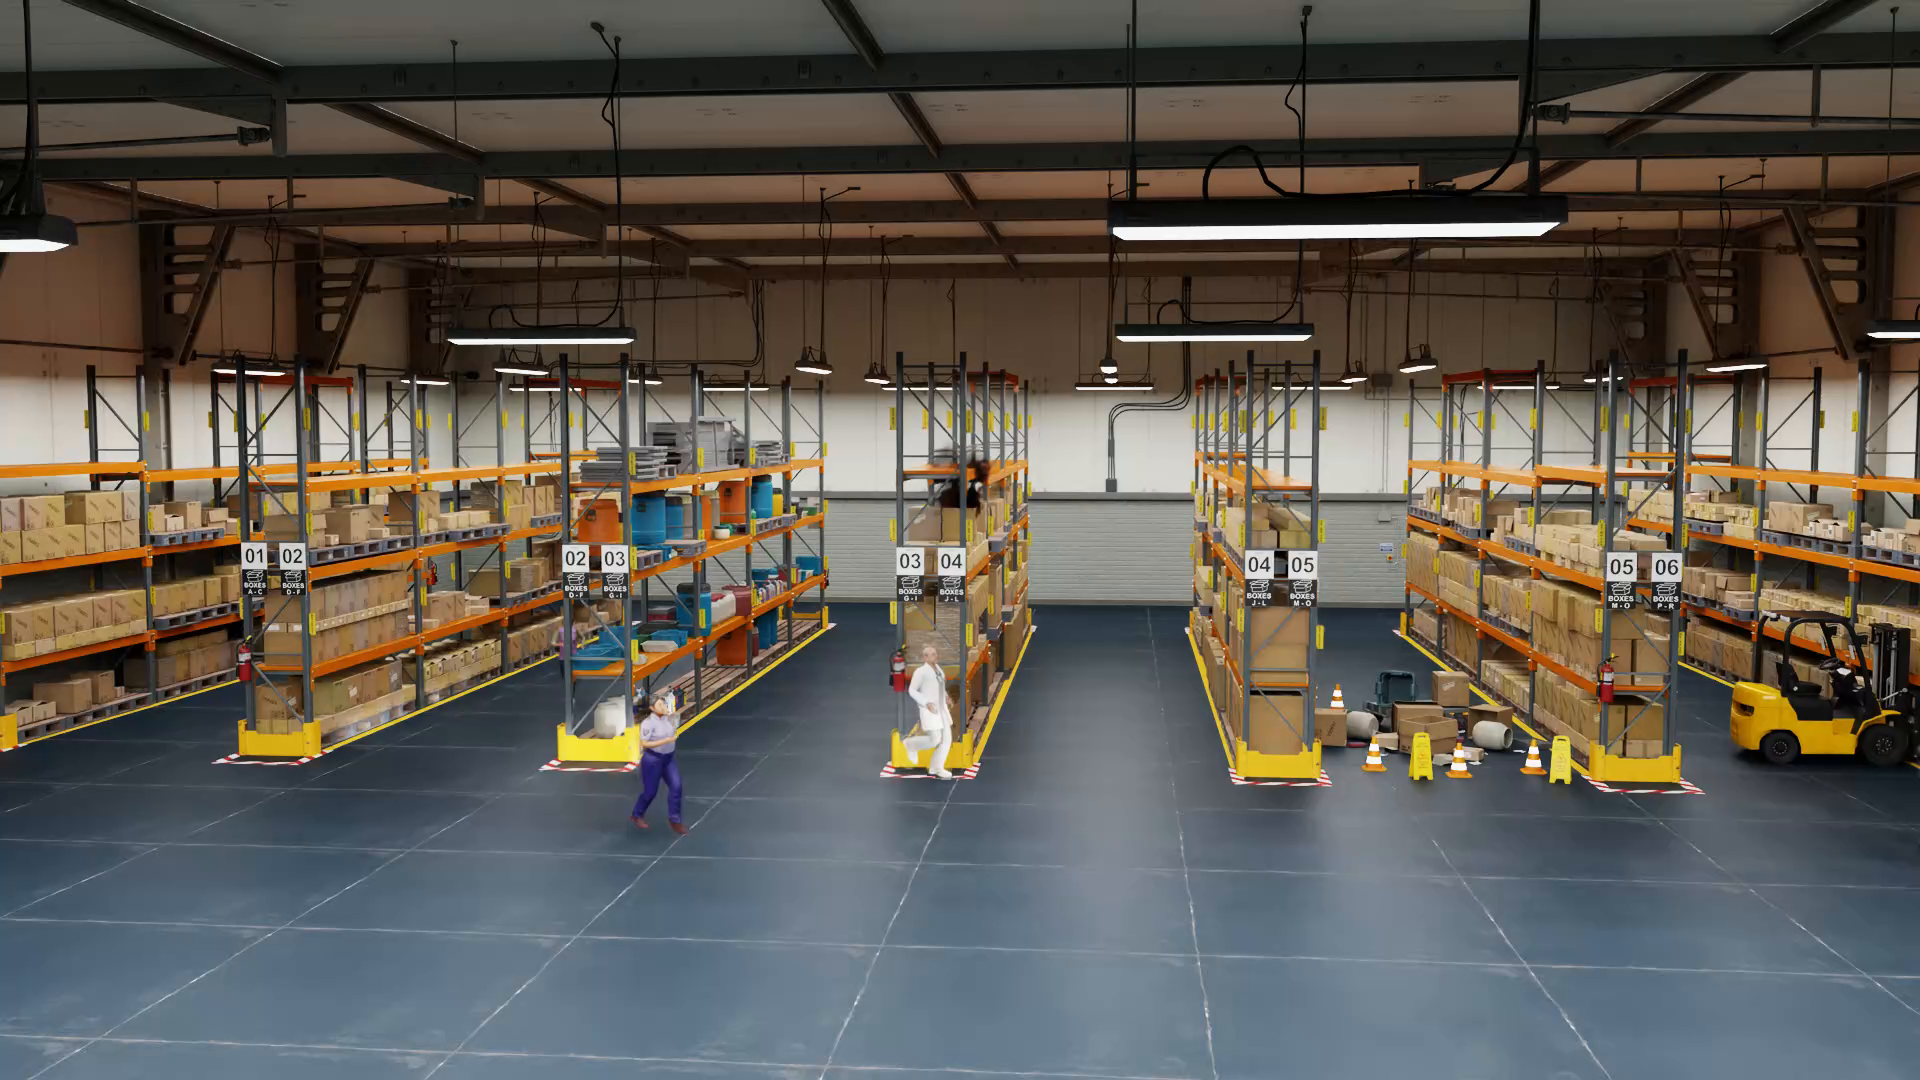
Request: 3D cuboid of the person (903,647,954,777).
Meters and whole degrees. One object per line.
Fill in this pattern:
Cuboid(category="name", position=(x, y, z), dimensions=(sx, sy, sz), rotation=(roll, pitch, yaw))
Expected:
Cuboid(category="person", position=(-0.405, 2.309, 22.475), dimensions=(0.749, 1.741, 0.712), rotation=(3, 5, 38))

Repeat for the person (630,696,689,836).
Cuboid(category="person", position=(-3.670, 2.736, 20.199), dimensions=(0.779, 1.681, 0.592), rotation=(3, 5, 32))

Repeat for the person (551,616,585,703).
Cuboid(category="person", position=(-6.889, 2.111, 29.225), dimensions=(0.565, 1.631, 0.778), rotation=(0, 4, -6))
